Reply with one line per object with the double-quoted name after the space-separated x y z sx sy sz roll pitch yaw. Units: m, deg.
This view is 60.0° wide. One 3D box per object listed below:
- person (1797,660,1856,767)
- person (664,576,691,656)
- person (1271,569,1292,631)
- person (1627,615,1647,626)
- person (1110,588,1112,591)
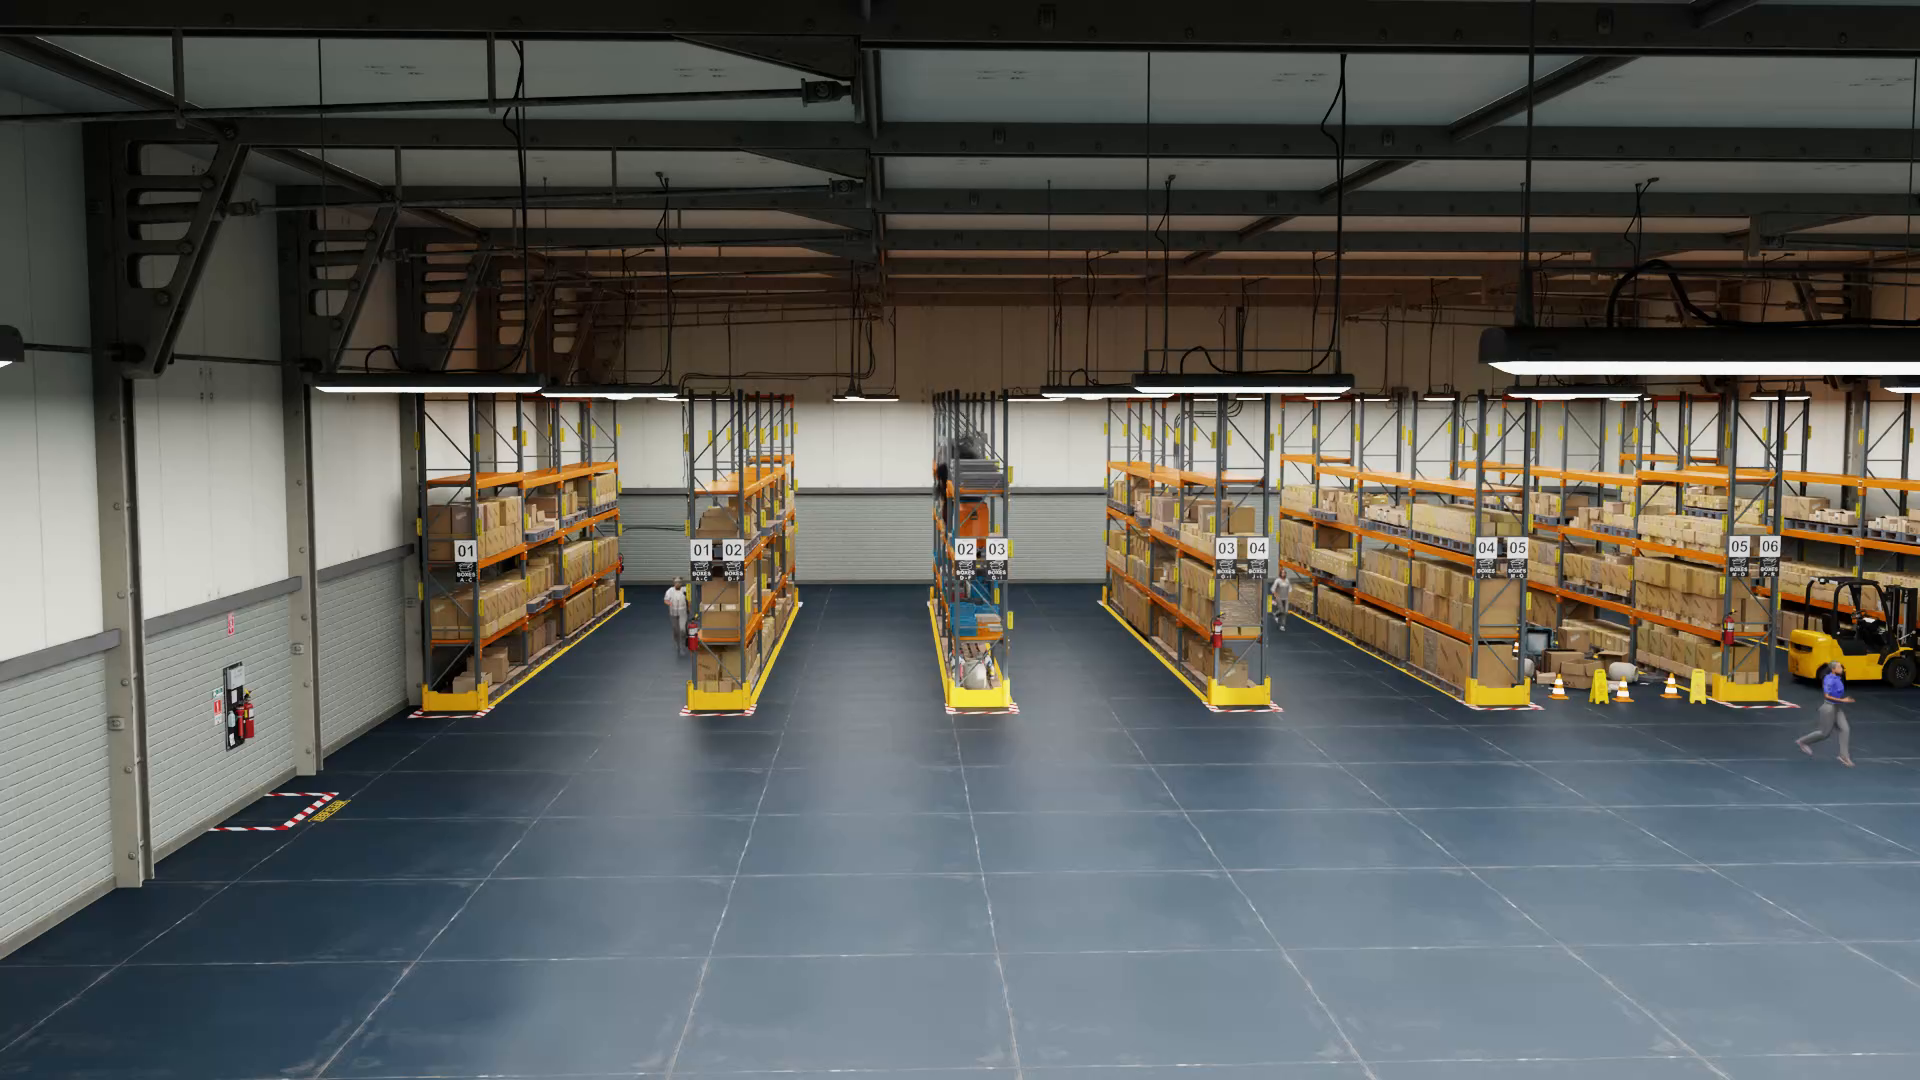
13.870 2.755 26.572 0.894 1.701 0.608 5 6 44 "person"
-6.488 1.720 38.264 0.608 1.809 0.888 0 5 -2 "person"
8.182 1.514 42.215 0.538 1.557 0.505 -1 5 -8 "person"
16.951 1.444 41.619 0.656 1.828 0.705 -1 5 -11 "person"
4.805 0.889 48.627 1.072 1.676 0.722 2 5 23 "person"
